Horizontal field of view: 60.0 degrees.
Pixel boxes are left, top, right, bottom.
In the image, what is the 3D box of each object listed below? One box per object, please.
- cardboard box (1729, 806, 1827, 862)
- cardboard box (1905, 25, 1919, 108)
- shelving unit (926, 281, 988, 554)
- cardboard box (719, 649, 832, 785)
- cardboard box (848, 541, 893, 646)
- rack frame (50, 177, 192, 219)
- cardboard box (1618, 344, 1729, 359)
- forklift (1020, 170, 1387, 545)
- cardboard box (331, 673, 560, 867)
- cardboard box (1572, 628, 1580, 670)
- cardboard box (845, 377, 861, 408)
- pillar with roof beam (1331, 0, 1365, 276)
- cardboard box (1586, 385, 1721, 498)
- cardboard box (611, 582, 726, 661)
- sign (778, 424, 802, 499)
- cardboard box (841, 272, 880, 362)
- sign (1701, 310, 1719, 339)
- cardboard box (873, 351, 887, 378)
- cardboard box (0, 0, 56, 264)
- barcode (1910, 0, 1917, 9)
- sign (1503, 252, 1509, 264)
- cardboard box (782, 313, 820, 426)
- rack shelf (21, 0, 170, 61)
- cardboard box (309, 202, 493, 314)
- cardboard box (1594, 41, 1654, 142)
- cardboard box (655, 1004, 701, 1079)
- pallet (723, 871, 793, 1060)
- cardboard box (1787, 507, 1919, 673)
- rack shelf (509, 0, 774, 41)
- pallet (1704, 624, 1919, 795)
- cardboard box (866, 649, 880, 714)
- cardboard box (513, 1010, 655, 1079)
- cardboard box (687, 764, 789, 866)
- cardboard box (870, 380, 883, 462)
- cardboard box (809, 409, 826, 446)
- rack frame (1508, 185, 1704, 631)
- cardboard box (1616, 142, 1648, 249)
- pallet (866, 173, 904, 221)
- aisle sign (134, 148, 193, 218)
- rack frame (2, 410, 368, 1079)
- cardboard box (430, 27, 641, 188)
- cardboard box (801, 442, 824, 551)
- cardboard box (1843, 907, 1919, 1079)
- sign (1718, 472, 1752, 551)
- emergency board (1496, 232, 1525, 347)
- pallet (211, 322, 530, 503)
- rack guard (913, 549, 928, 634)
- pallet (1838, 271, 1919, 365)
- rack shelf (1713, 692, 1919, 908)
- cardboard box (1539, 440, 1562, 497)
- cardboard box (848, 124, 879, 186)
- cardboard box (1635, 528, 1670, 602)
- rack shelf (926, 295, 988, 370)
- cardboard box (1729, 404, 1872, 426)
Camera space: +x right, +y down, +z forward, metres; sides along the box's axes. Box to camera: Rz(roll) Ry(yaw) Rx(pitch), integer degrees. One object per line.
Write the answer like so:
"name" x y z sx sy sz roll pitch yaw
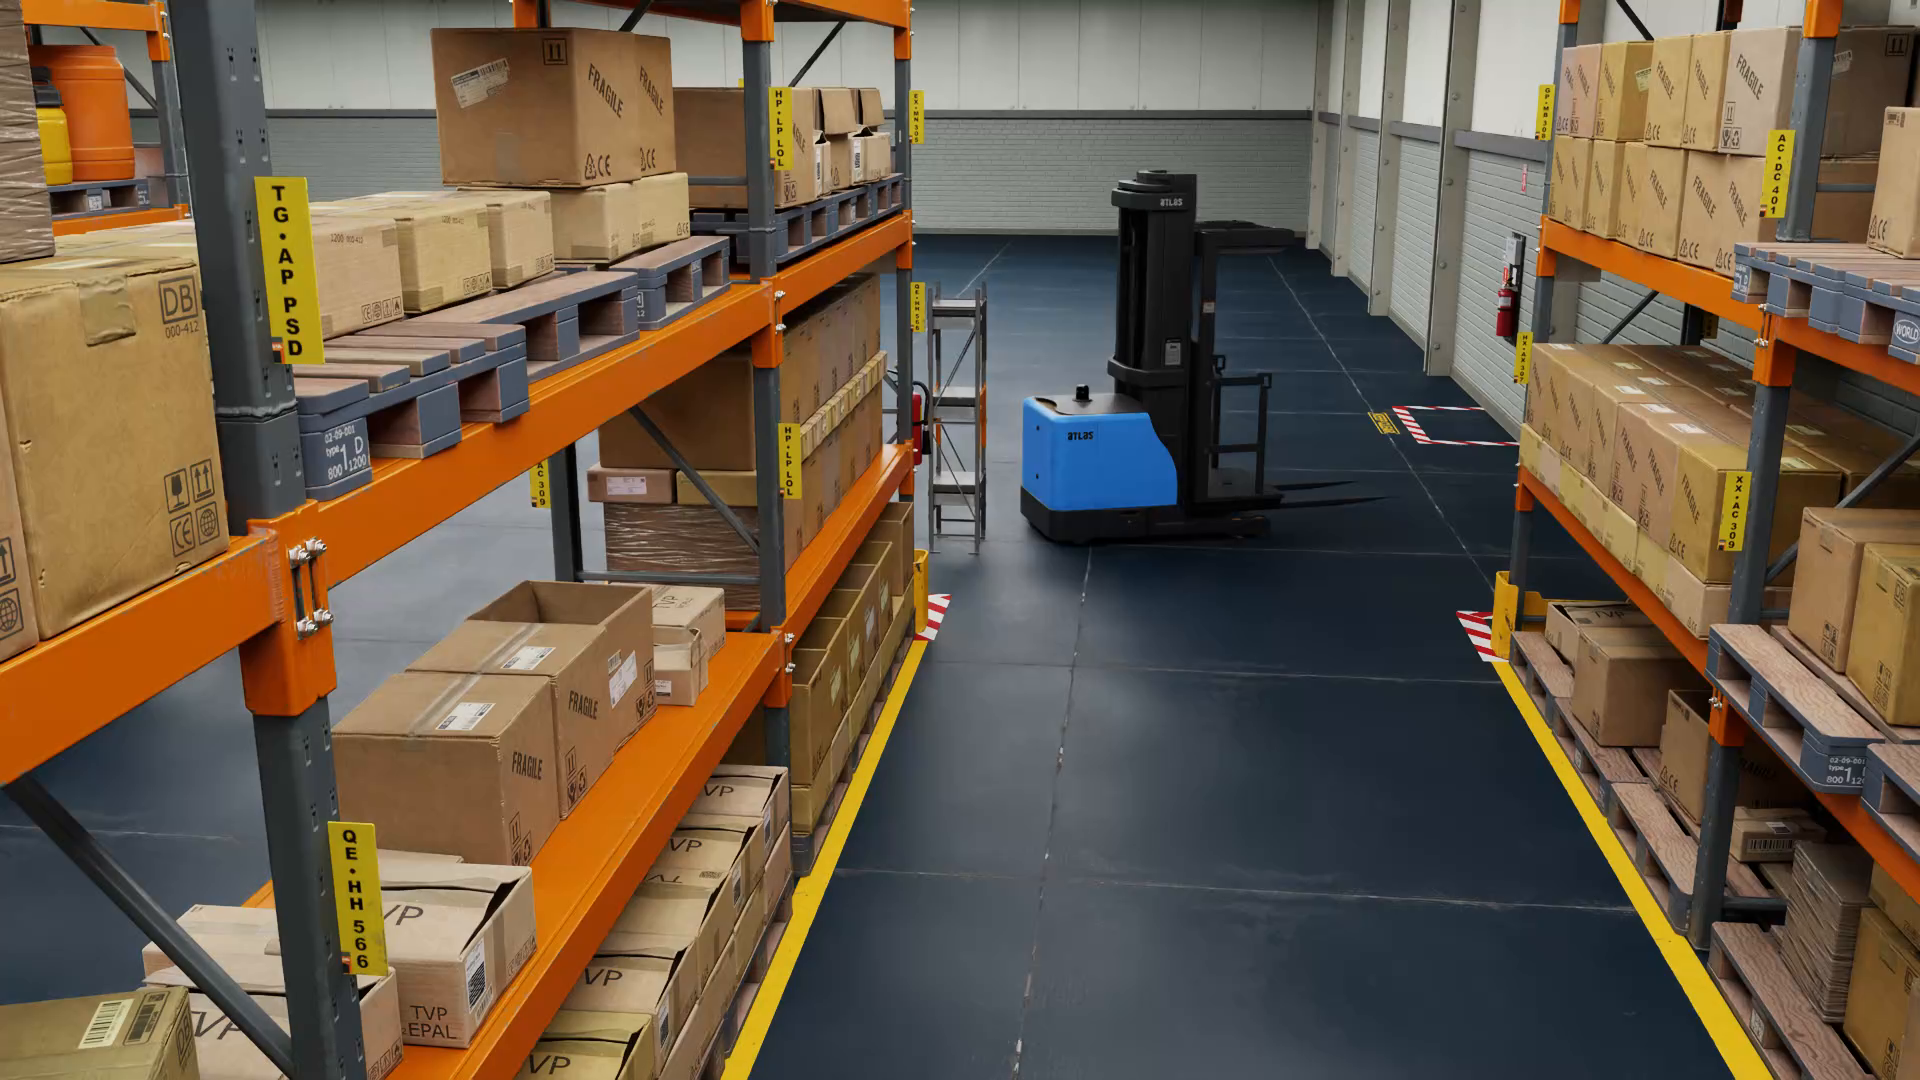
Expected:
"cardboard box" 3.686 1.333 7.570 0.380 0.166 0.250 0 15 -1
"cardboard box" 3.994 -1.790 6.642 0.500 0.500 0.500 2 15 7
"shelving unit" -0.019 -0.971 13.229 0.431 2.100 0.503 2 15 6
"cardboard box" -0.904 0.824 7.894 0.500 0.500 0.500 2 15 6
"cardboard box" -0.679 0.305 9.812 0.500 0.500 0.500 2 15 6
"rack frame" -5.737 -1.012 11.657 1.000 3.000 0.127 2 15 6
"cardboard box" 4.264 -0.891 10.021 0.500 0.500 0.500 2 15 6
"forklift" 2.092 -1.560 13.816 3.031 2.935 1.130 -3 16 -13
"cardboard box" -1.546 0.726 5.038 0.500 0.500 0.500 1 15 3
"cardboard box" 3.875 0.690 9.670 0.500 0.311 0.500 3 15 11
"cardboard box" -0.787 -0.854 9.639 0.380 0.149 0.250 2 15 8
"pillar with roof beam" 3.318 -9.760 32.518 9.100 9.000 0.400 2 15 6
"cardboard box" 3.577 -0.508 8.607 0.500 0.500 0.500 2 15 8
"cardboard box" -1.280 0.374 6.820 0.500 0.250 0.500 3 15 10
"sign" -0.727 -0.335 7.086 0.100 0.325 0.005 2 15 6
"cardboard box" -0.887 -1.405 10.434 0.700 0.500 0.500 2 15 6
"sign" 4.656 -1.410 10.306 0.100 0.325 0.005 2 15 6
"cardboard box" -0.670 -1.121 10.629 0.380 0.149 0.250 1 15 5
"cardboard box" -1.774 -0.656 2.487 0.500 0.500 0.500 2 15 6
"barcode" 4.239 -2.395 7.388 0.001 0.075 0.075 2 15 6
"sign" 6.036 -3.121 18.375 0.001 0.109 0.331 2 15 6
"cardboard box" -1.111 -0.878 8.486 0.700 0.500 0.500 2 15 6
"rack shelf" -5.963 -2.849 9.101 1.077 0.370 4.000 2 15 6
"cardboard box" -1.606 -0.772 4.507 0.500 0.250 0.500 1 15 5
"cardboard box" 3.668 -2.354 8.728 0.500 0.500 0.500 2 15 8
"cardboard box" -1.201 1.809 5.688 0.500 0.250 0.500 2 15 7
"pallet" -1.312 1.711 6.930 1.003 0.211 1.213 2 15 6
"cardboard box" 3.564 0.188 6.186 0.700 0.500 0.500 2 15 6
"rack shelf" -1.493 -1.664 4.722 1.077 0.370 4.000 2 15 6
"pallet" 3.424 0.604 6.049 1.003 0.211 1.213 2 15 6
"cardboard box" -0.740 0.797 9.431 0.500 0.250 0.500 2 15 6
"cardboard box" -1.257 1.668 5.135 0.500 0.311 0.500 1 15 5
"cardboard box" -1.028 1.140 7.088 0.500 0.311 0.500 2 15 6
"cardboard box" -0.881 -0.792 10.654 0.700 0.500 0.500 2 15 6
"cardboard box" -0.903 -0.587 8.652 0.380 0.149 0.250 1 15 5
"rack frame" 4.106 -0.720 10.578 1.000 3.000 0.127 2 15 6
"cardboard box" 3.630 -1.734 8.351 0.500 0.500 0.500 3 15 10
"pallet" -0.922 -2.087 10.058 1.003 0.211 1.213 2 15 6
"aisle sign" -5.434 -2.276 11.354 0.394 0.787 0.004 2 15 6
"rack frame" -1.719 1.210 3.440 1.000 3.000 0.127 2 15 6
"cardboard box" -1.417 -1.460 5.616 0.500 0.500 0.500 3 15 12
"cardboard box" -1.110 -0.258 8.678 0.700 0.500 0.500 2 15 7
"cardboard box" 3.580 1.639 5.801 0.700 0.500 0.500 1 15 5
"sign" 3.115 -0.114 6.680 0.100 0.325 0.005 2 15 6
"emergency board" 5.881 -2.709 17.933 0.194 1.169 0.643 2 15 6
"pallet" -1.731 -0.325 3.734 1.213 0.211 1.003 2 15 9
"rack guard" -0.813 0.336 11.463 1.175 0.500 0.348 2 15 6
"pallet" 3.366 -0.614 4.798 1.213 0.211 1.003 2 15 6
"rack shelf" 3.429 1.184 4.916 1.077 0.370 4.000 2 15 6
"cardboard box" 3.691 -0.405 9.661 0.500 0.250 0.500 1 15 5
"cardboard box" -0.747 -2.089 8.994 0.500 0.311 0.500 4 16 13
"cardboard box" 3.472 0.120 7.722 0.500 0.250 0.500 2 15 7
"rack shelf" -0.019 -1.633 13.050 0.431 0.518 0.480 2 15 6
"cardboard box" 4.039 -0.361 8.061 0.500 0.500 0.500 2 15 8
